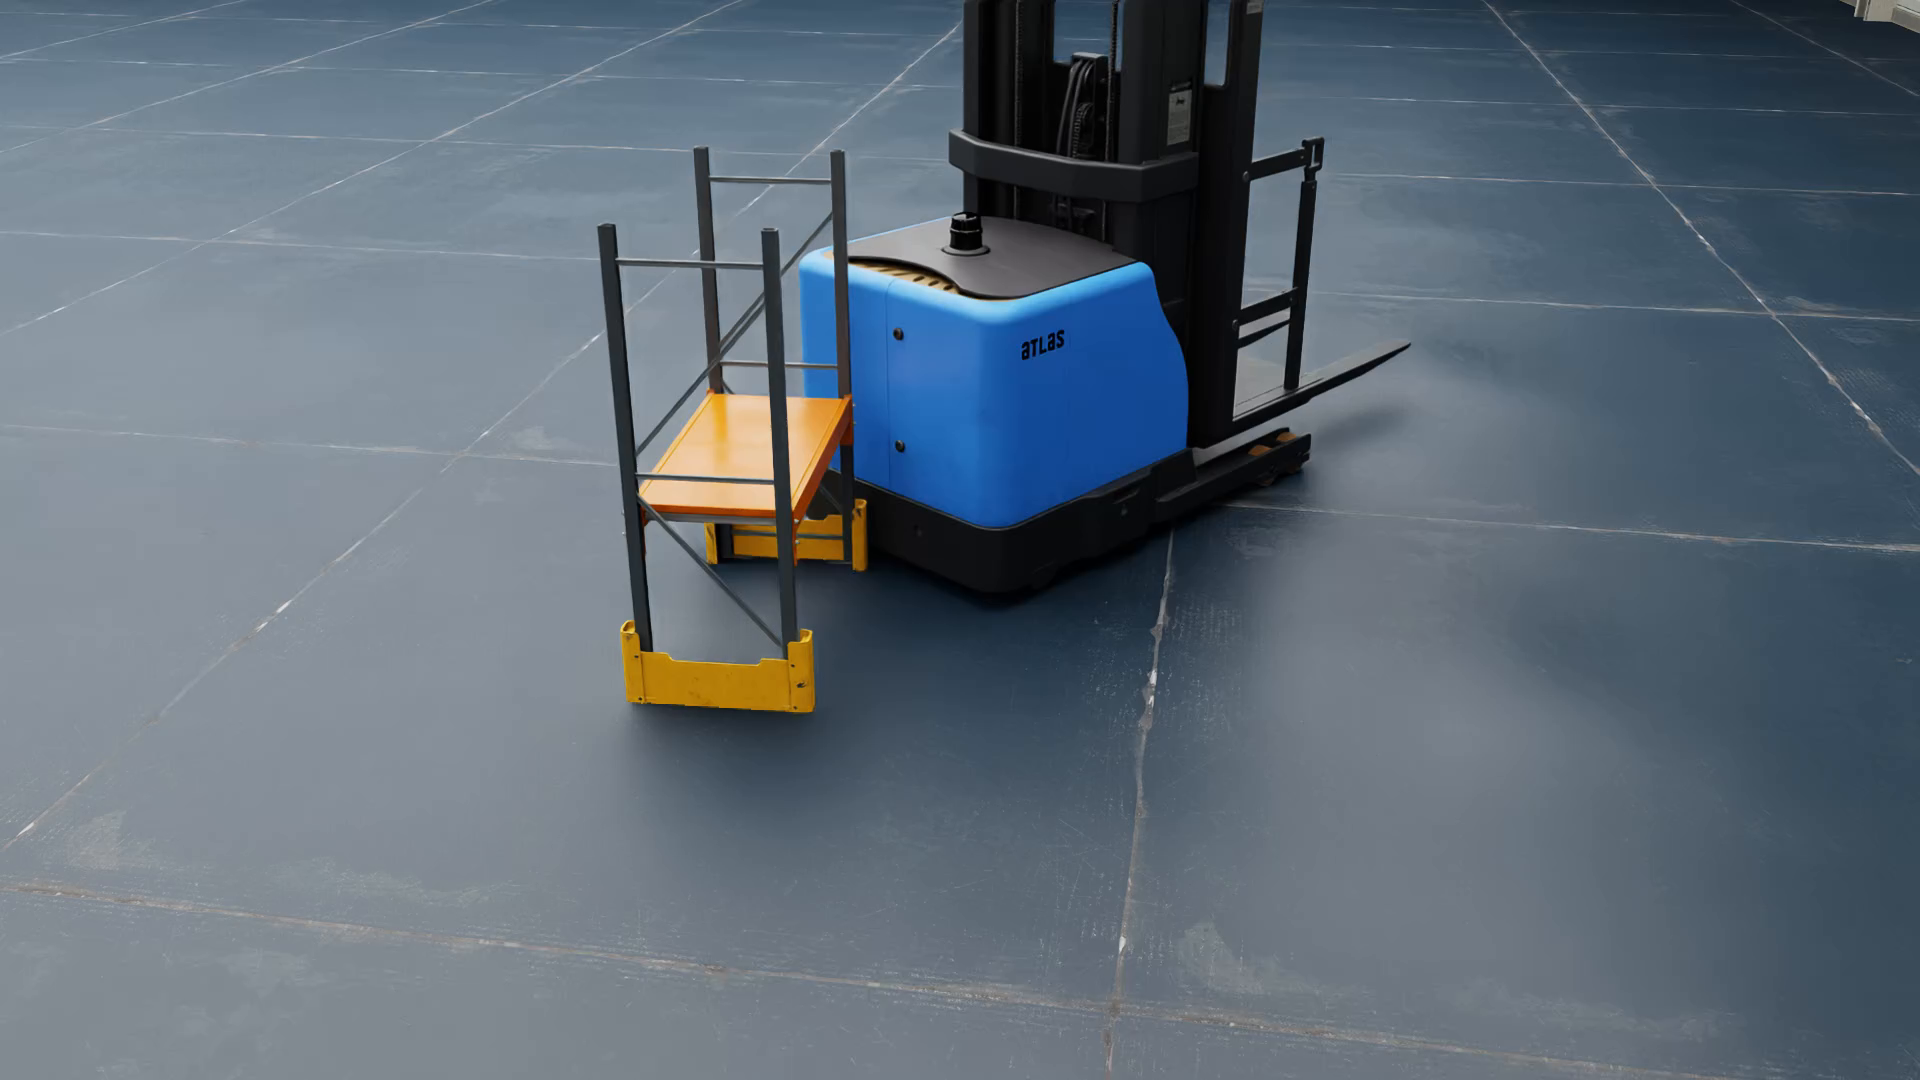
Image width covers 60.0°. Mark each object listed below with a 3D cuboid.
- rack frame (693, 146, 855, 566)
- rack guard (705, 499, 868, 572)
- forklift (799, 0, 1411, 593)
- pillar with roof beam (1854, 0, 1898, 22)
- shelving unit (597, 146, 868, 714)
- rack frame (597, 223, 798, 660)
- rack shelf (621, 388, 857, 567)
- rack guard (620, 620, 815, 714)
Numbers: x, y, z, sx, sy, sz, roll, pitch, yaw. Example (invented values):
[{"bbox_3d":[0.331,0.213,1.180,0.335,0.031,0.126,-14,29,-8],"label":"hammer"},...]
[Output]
[{"bbox_3d":[-0.627,-0.603,5.770,0.500,1.500,0.032,3,25,6],"label":"rack frame"},{"bbox_3d":[-0.629,-0.029,6.017,0.587,0.250,0.087,3,25,6],"label":"rack guard"},{"bbox_3d":[0.796,-1.678,6.377,1.130,2.935,3.031,22,33,39],"label":"forklift"},{"bbox_3d":[6.144,-10.301,17.641,9.100,9.000,0.400,4,25,9],"label":"pillar with roof beam"},{"bbox_3d":[-0.686,-0.385,5.304,0.587,1.500,1.083,3,25,6],"label":"shelving unit"},{"bbox_3d":[-0.743,-0.175,4.855,0.500,1.500,0.032,3,25,6],"label":"rack frame"},{"bbox_3d":[-0.685,-0.226,5.388,0.538,0.185,1.000,3,25,6],"label":"rack shelf"},{"bbox_3d":[-0.743,0.391,5.121,0.587,0.250,0.087,3,25,6],"label":"rack guard"}]
